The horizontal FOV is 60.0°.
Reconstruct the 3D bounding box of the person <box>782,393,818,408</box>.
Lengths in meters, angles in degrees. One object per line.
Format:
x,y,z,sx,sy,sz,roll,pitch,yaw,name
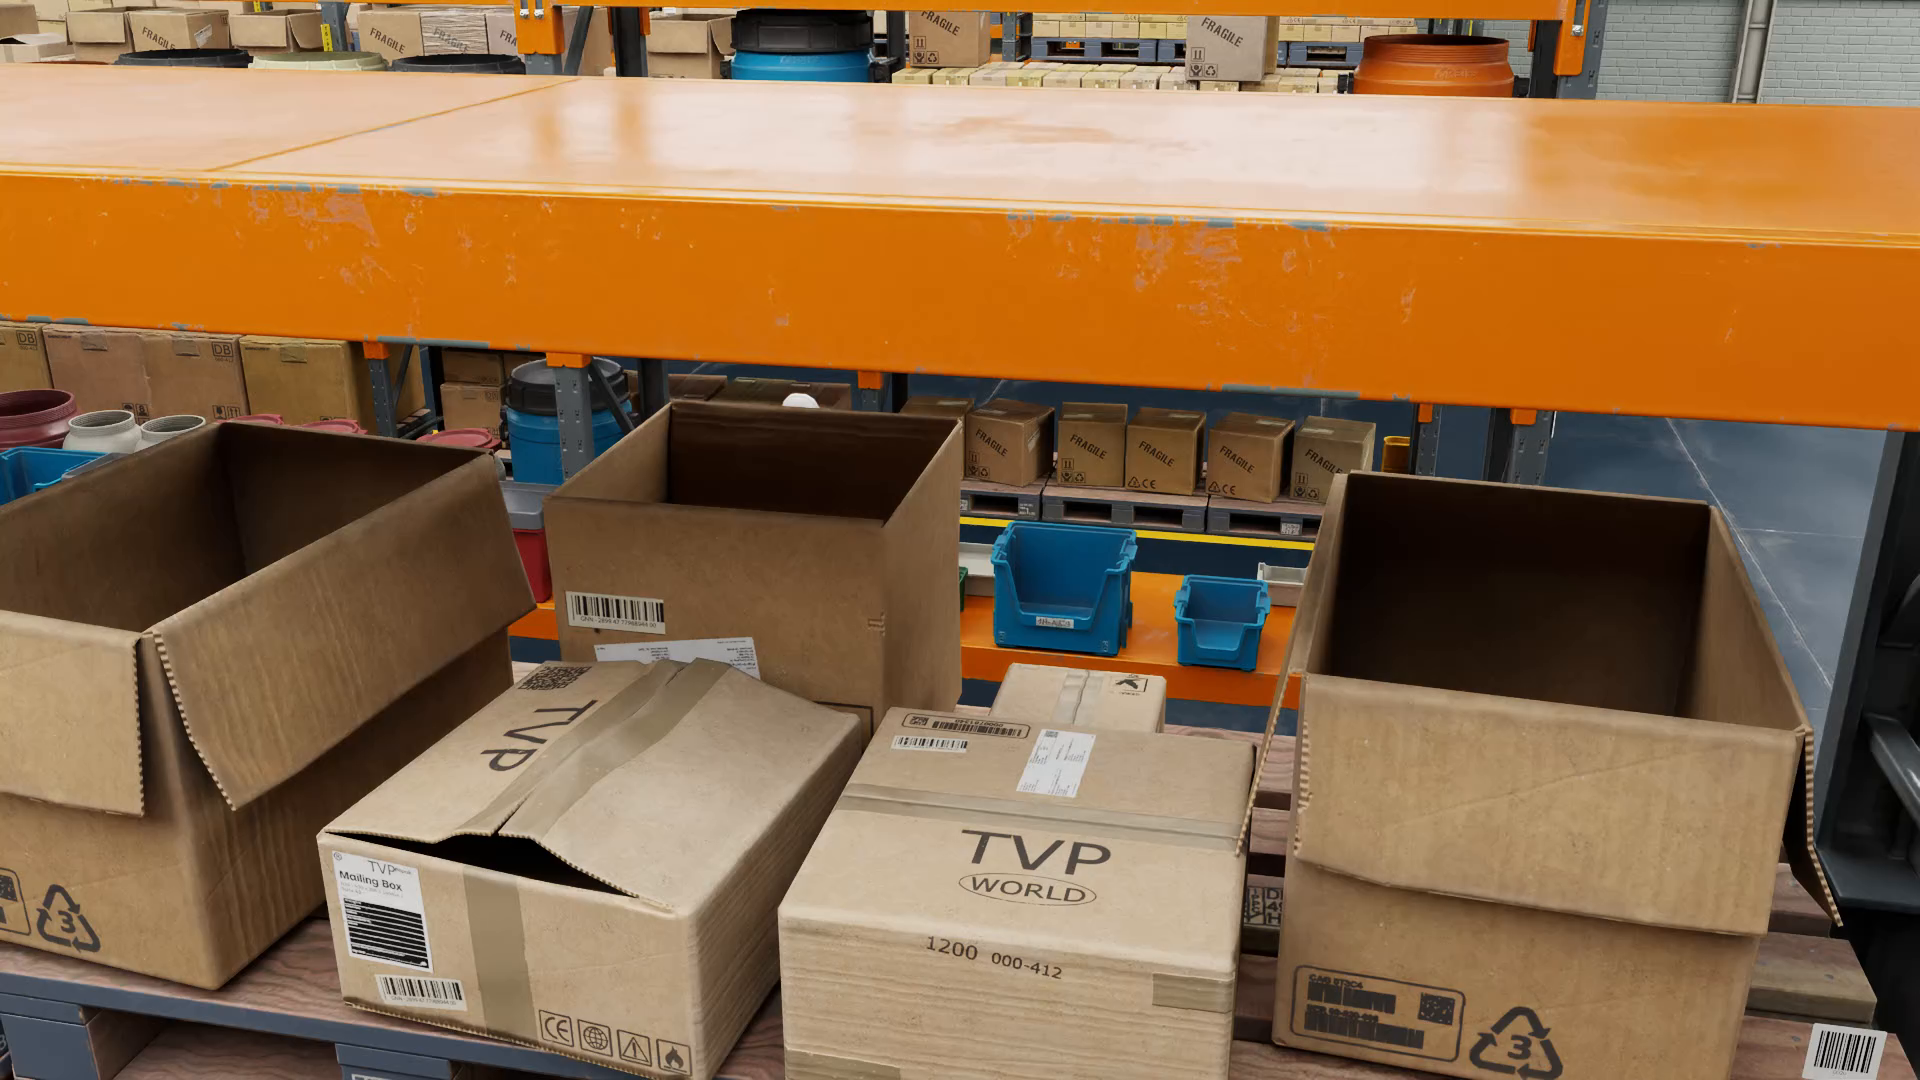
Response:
-0.818,0.012,9.539,0.452,1.774,0.619,4,22,11,person
